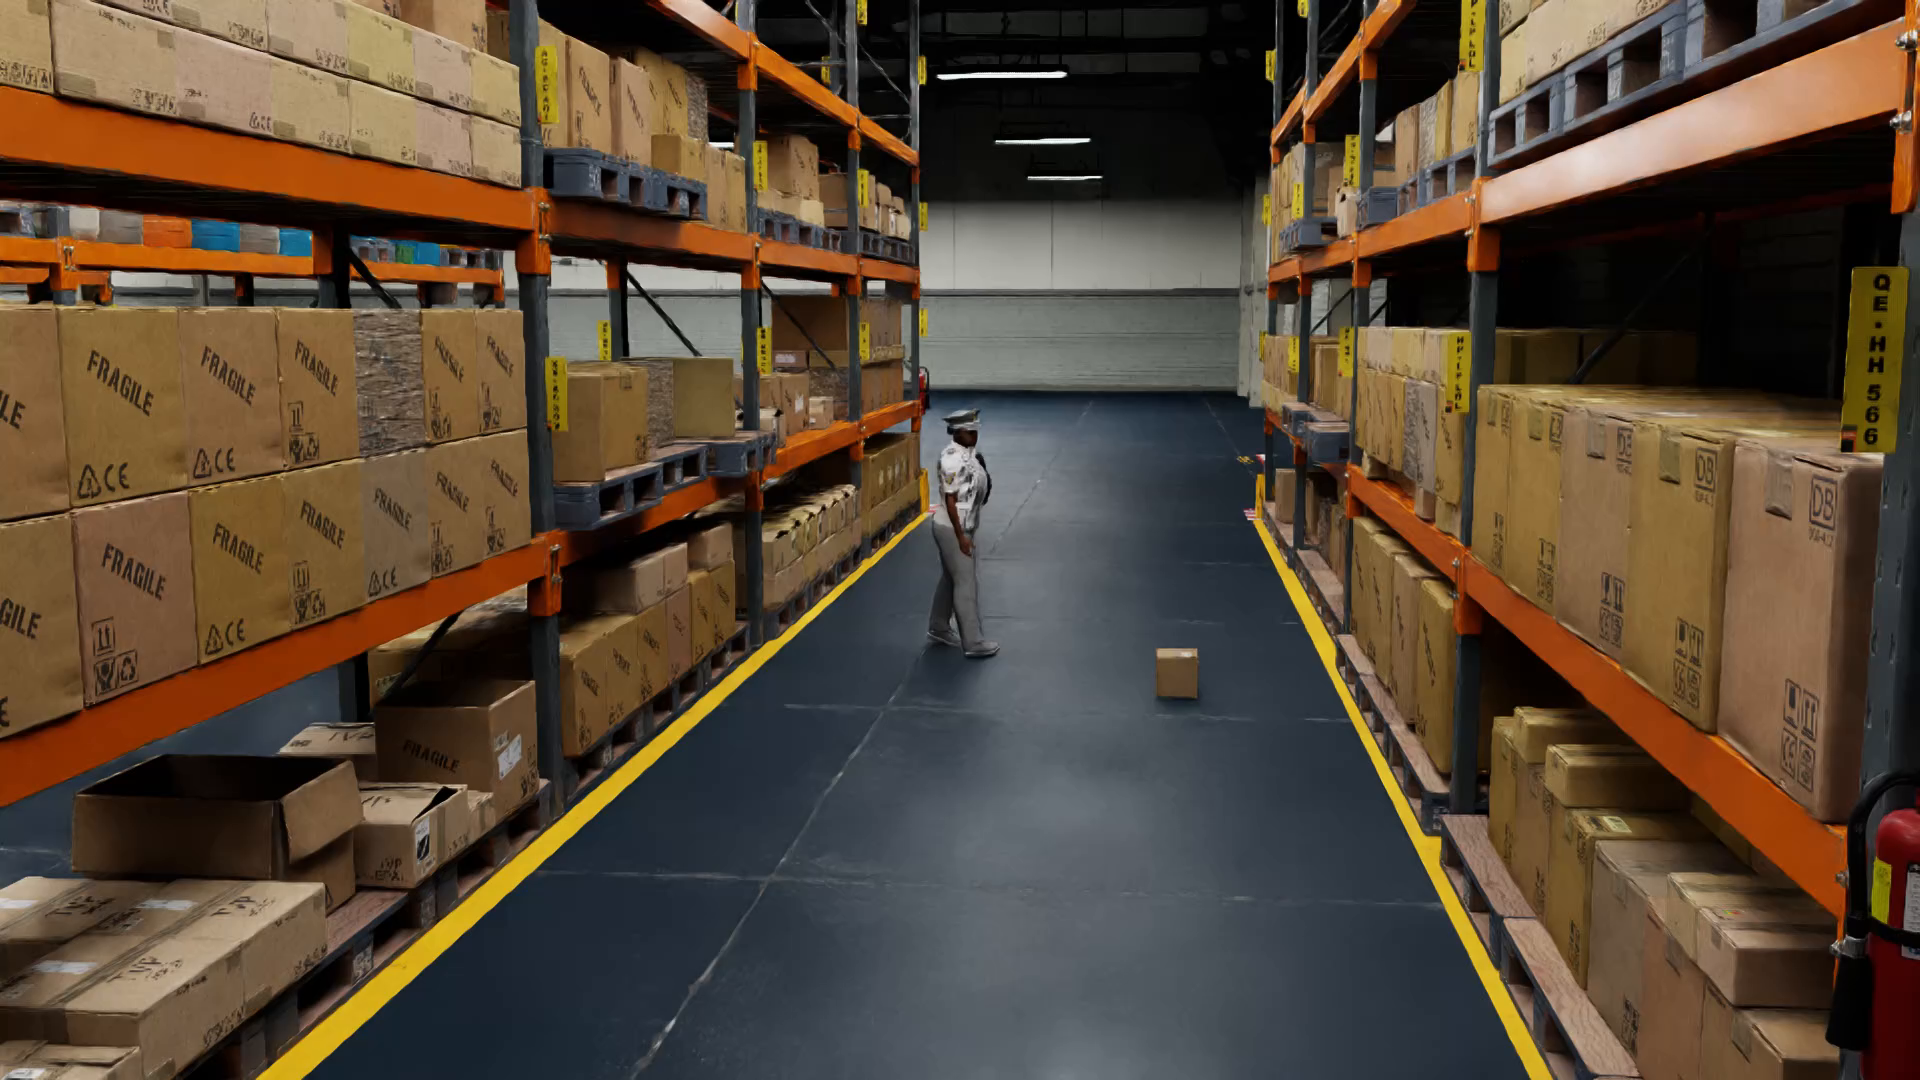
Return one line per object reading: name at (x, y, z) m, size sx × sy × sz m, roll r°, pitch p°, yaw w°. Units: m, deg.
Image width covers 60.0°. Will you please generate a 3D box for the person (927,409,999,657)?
person at (0.000, -0.060, 11.284) m, size 0.575 × 1.670 × 0.580 m, roll 2°, pitch 8°, yaw 13°
